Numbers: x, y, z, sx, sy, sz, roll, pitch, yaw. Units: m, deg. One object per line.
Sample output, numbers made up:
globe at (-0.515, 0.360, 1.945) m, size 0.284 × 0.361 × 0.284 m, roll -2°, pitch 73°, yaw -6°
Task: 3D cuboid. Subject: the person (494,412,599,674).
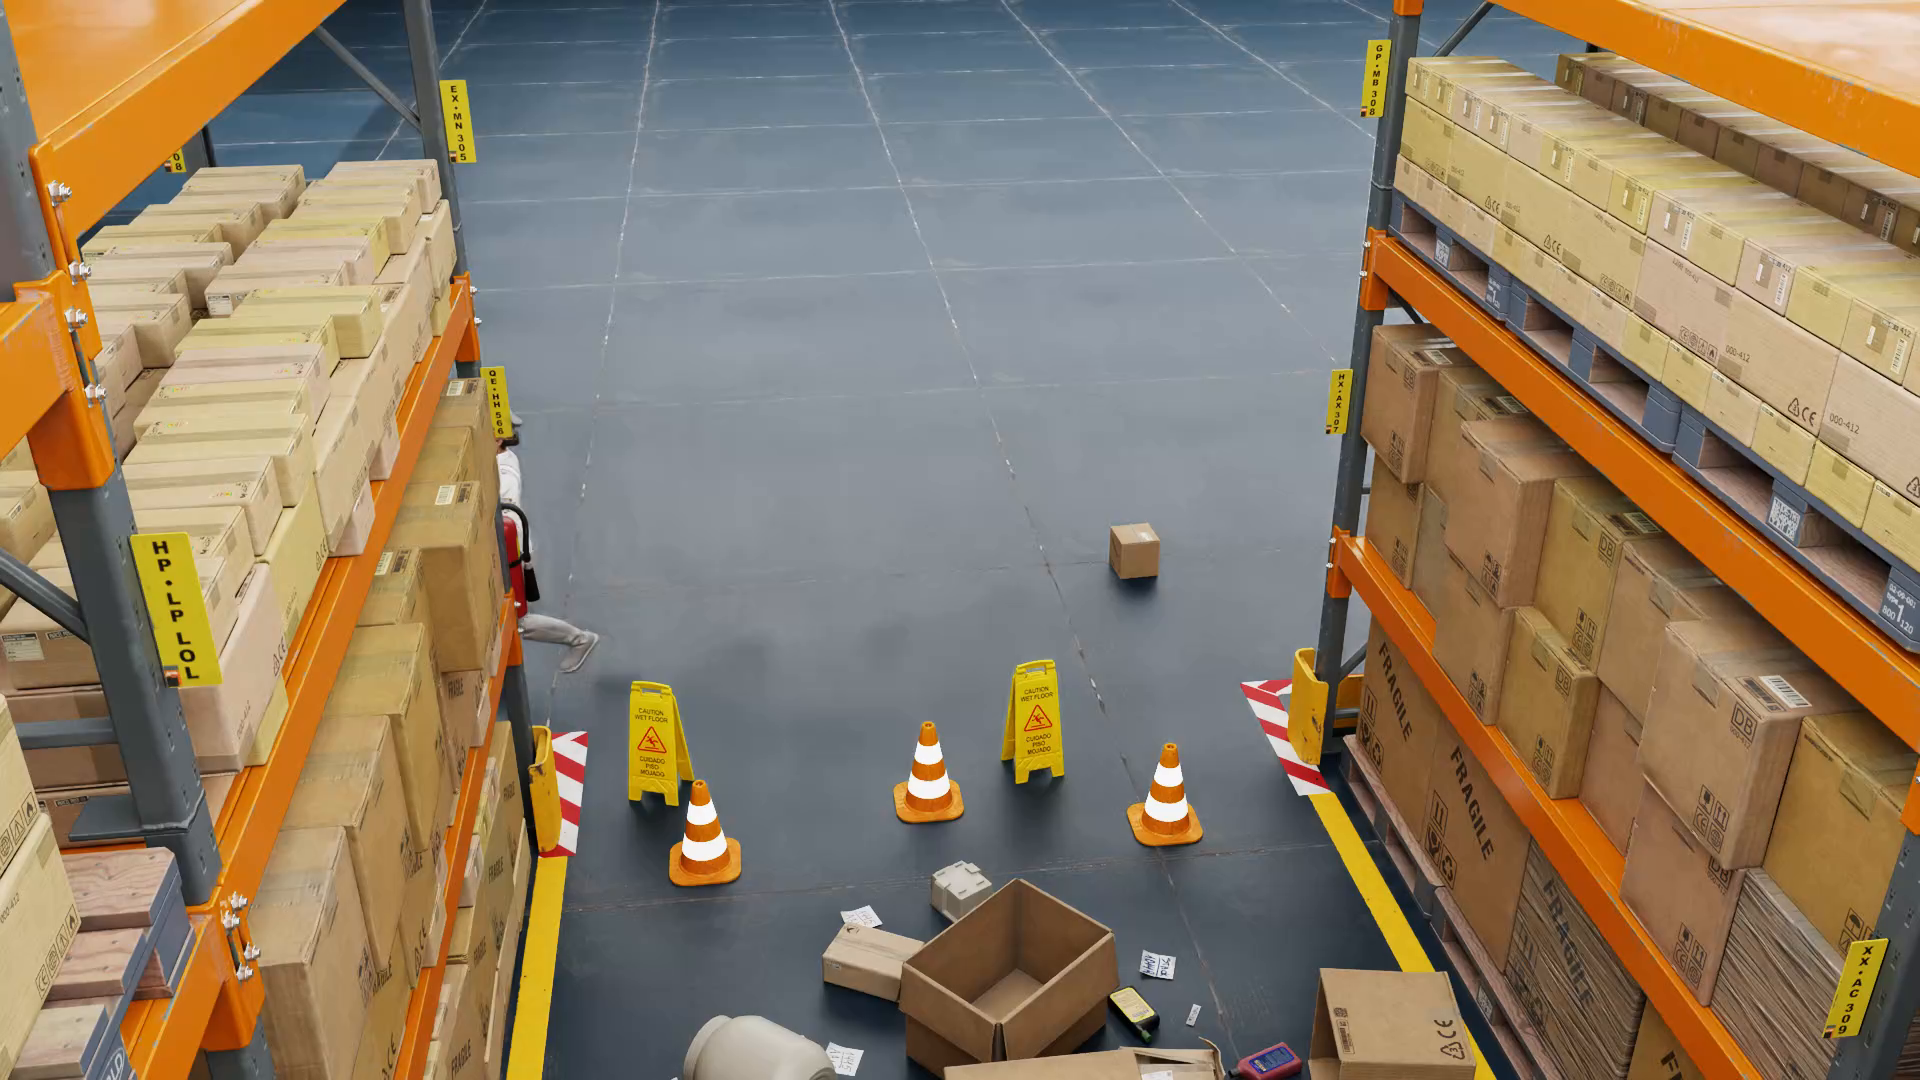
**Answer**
person at (-2.412, 0.058, 8.922) m, size 0.805 × 1.658 × 0.489 m, roll -10°, pitch 29°, yaw -18°
